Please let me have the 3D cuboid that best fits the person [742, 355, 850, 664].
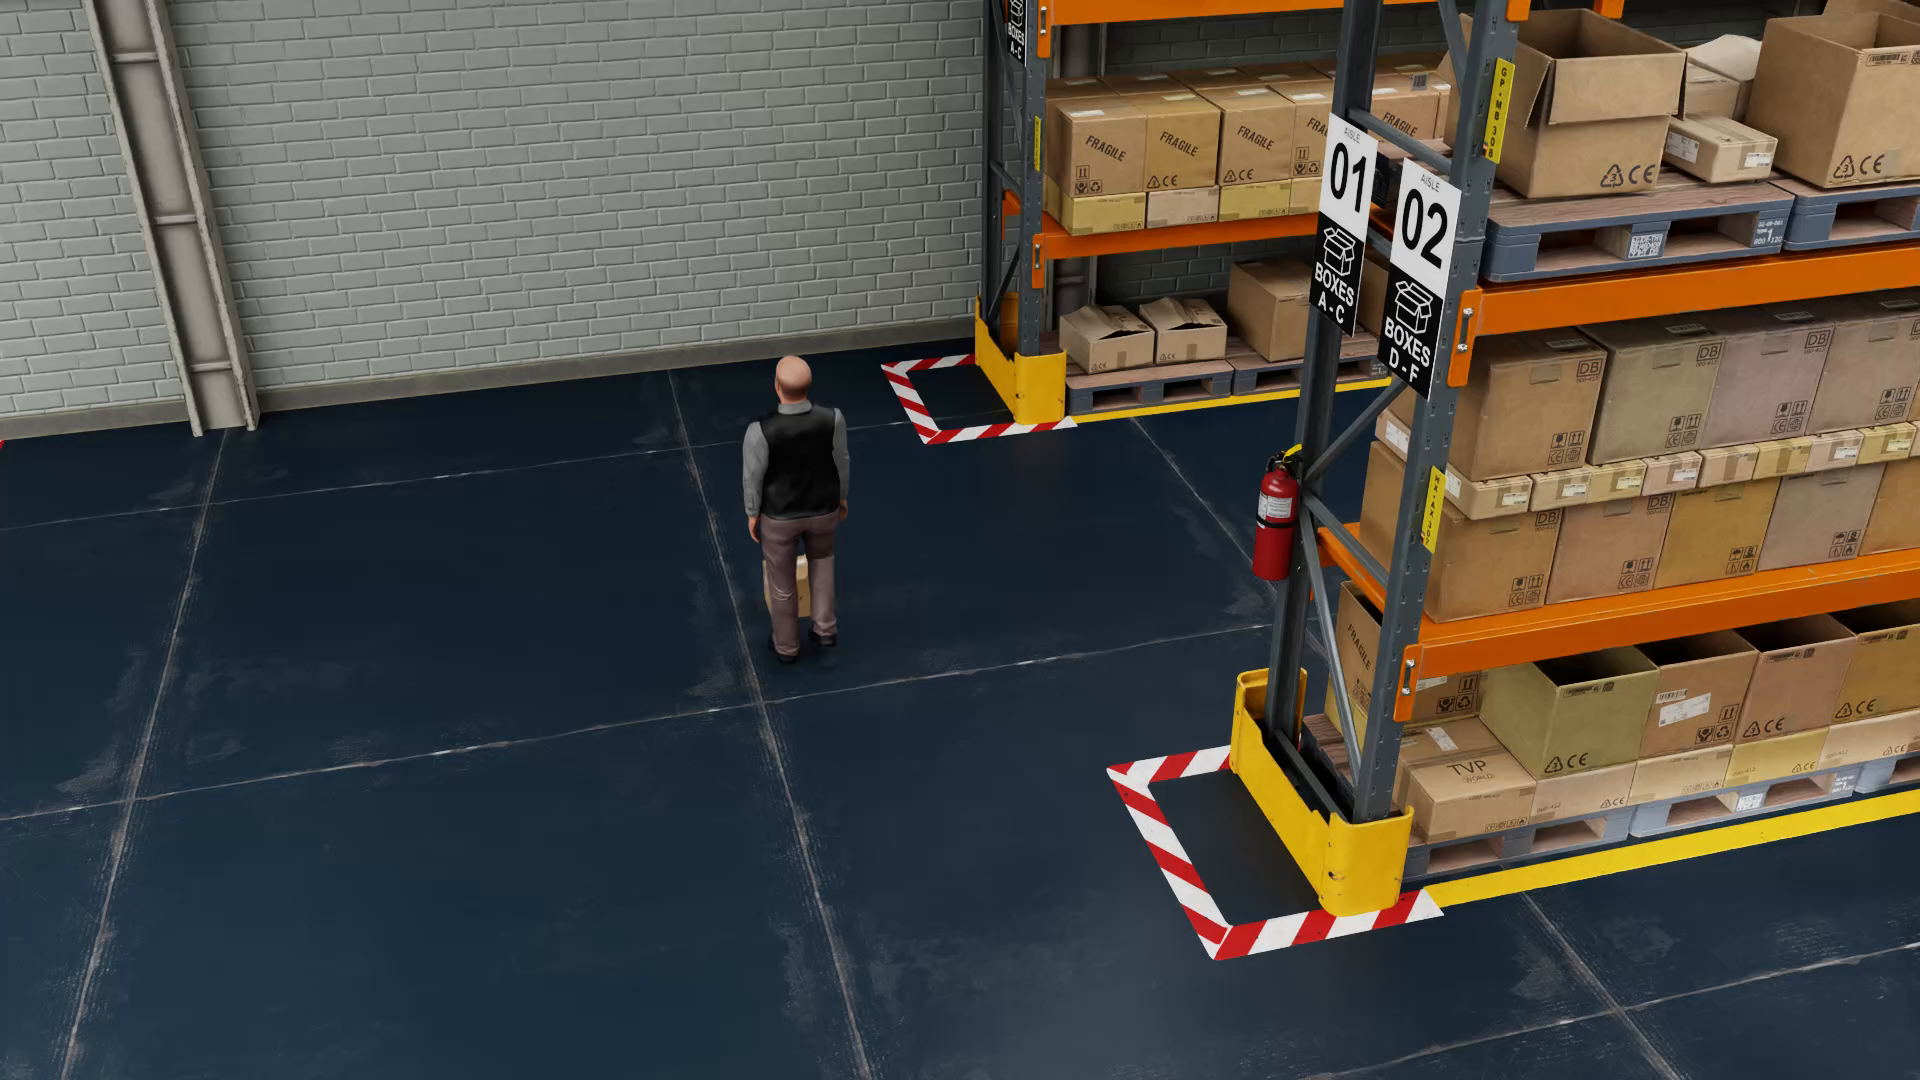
[{"bbox_3d":[-0.832,-0.147,8.491,0.556,1.727,0.432,-11,32,-18],"label":"person"}]
